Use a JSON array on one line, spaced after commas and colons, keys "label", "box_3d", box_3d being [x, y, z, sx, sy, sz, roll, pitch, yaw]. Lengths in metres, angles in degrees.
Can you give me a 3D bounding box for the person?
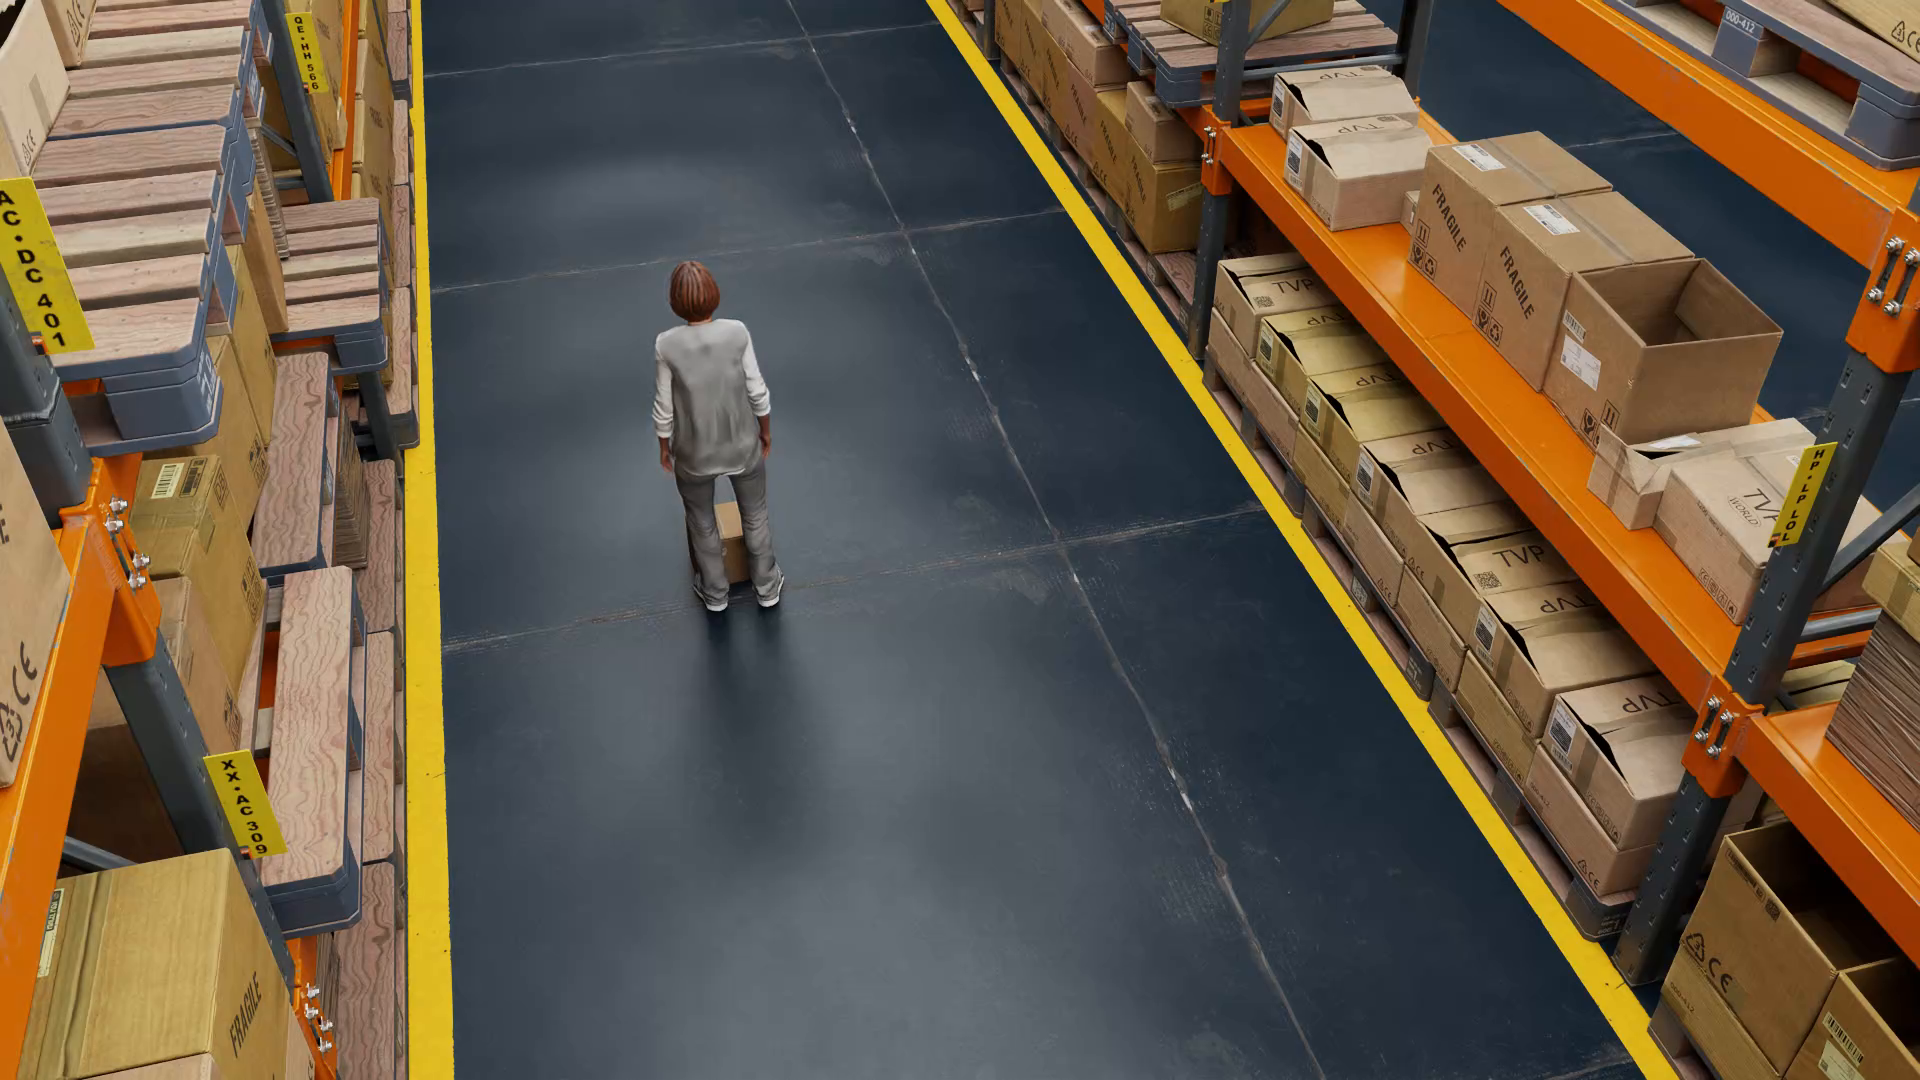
[{"label": "person", "box_3d": [-0.971, -0.370, 6.622, 0.463, 1.593, 0.364, -9, 40, -12]}]
